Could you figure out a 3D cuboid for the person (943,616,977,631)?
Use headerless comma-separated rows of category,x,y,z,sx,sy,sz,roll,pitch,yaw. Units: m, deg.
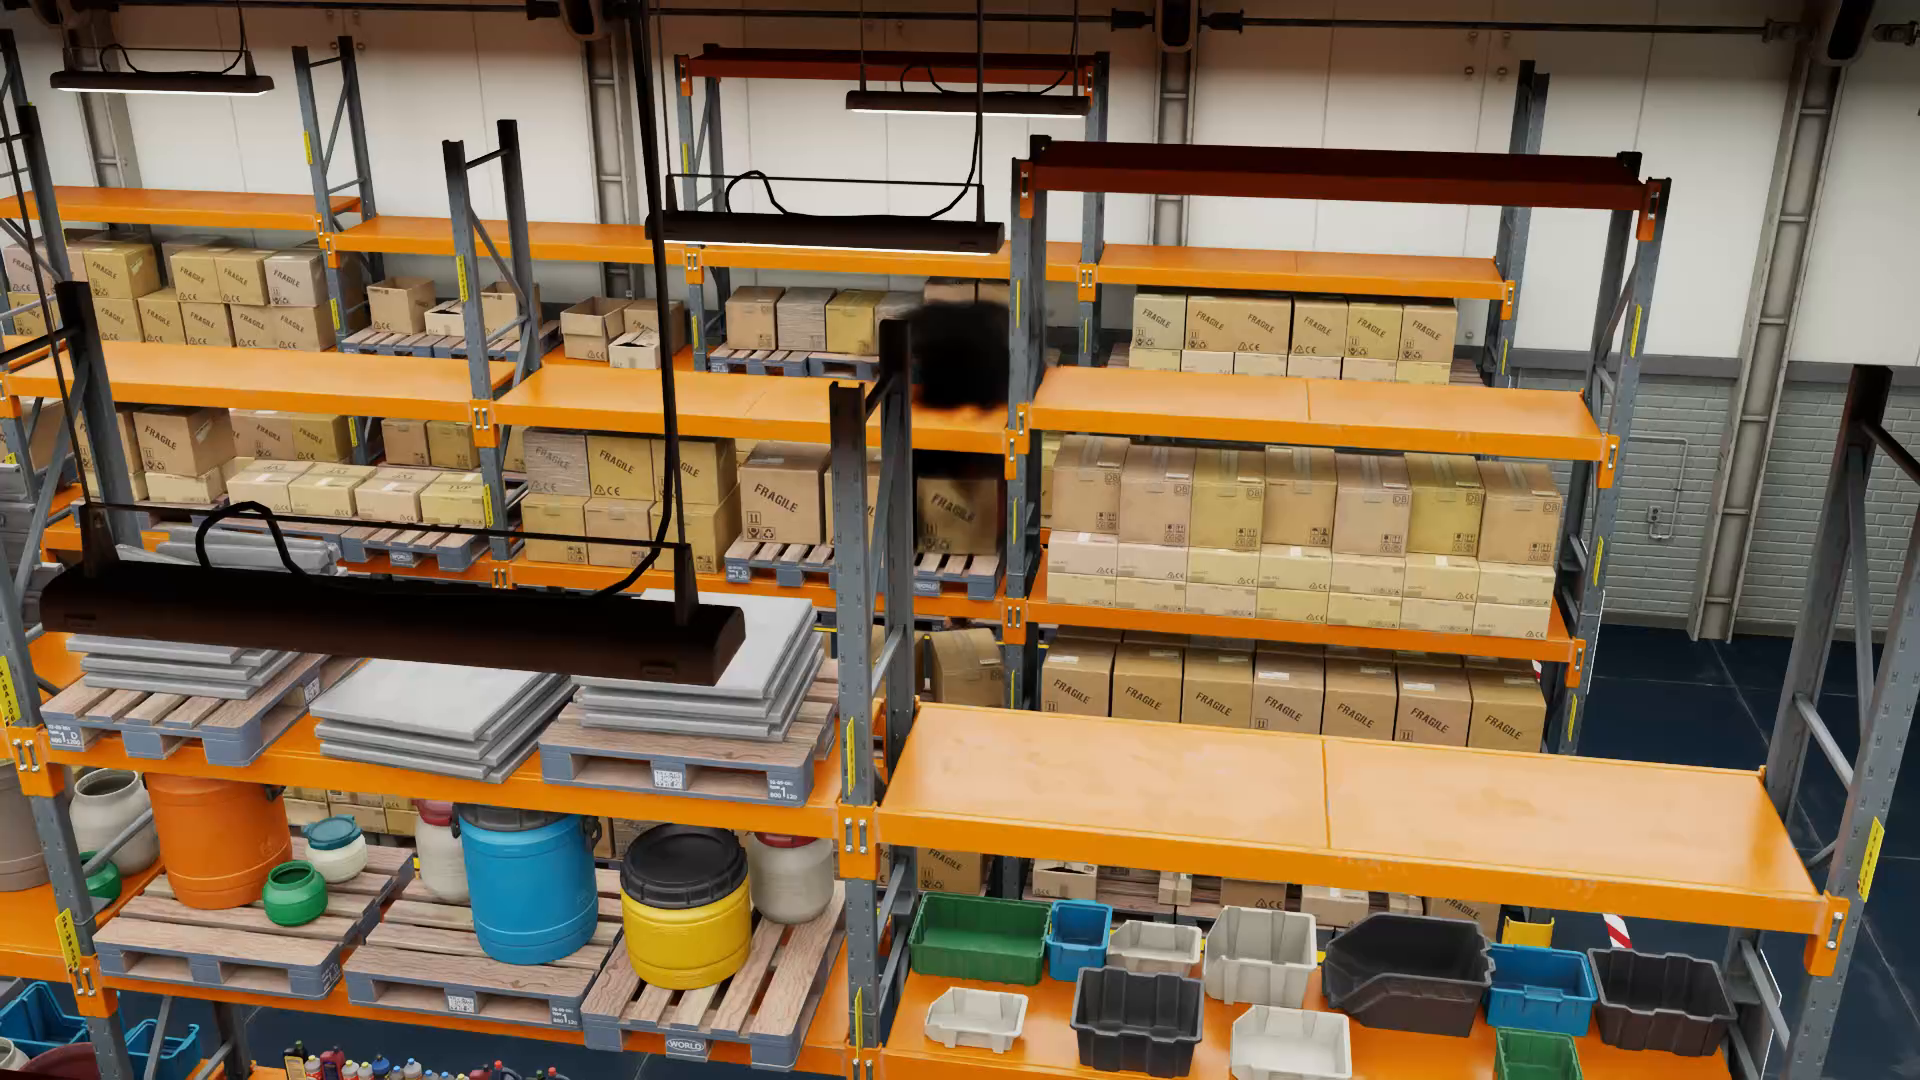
person,0.291,1.363,15.143,1.011,1.627,0.608,1,23,1
